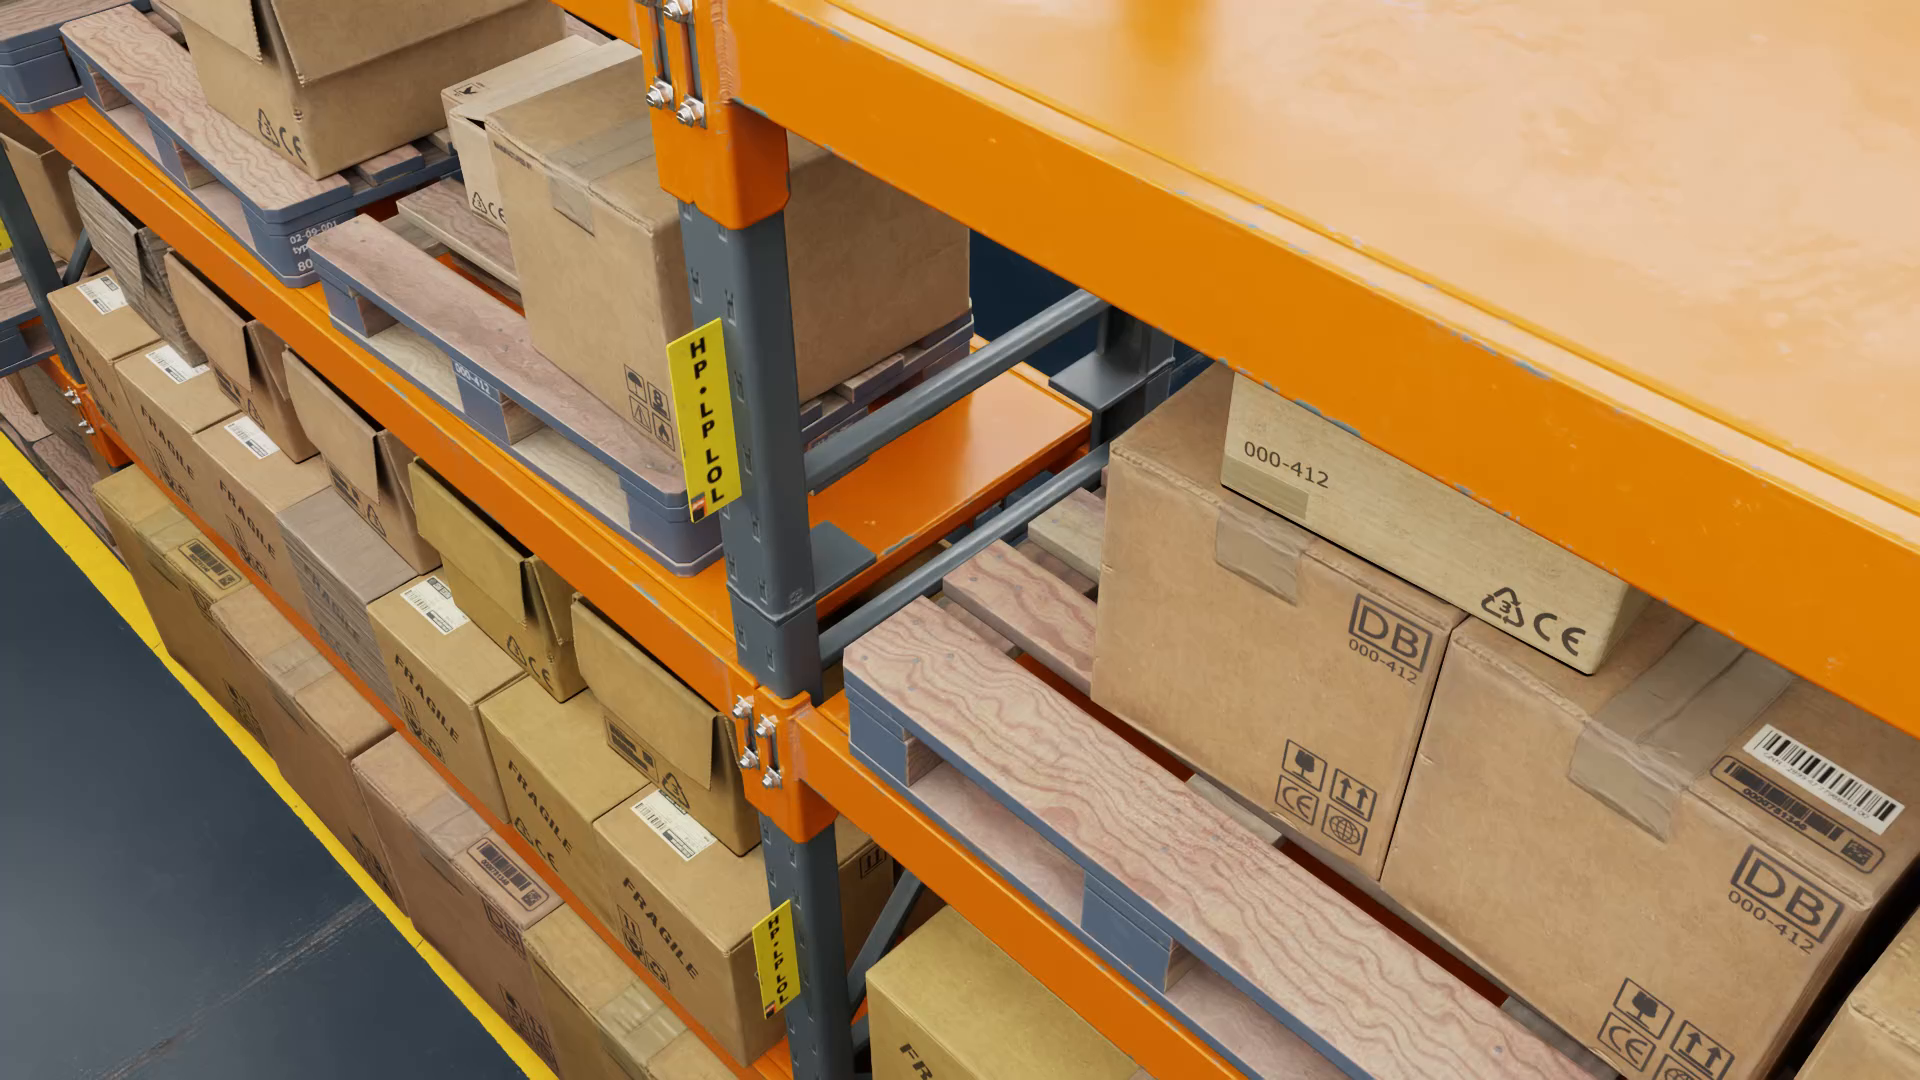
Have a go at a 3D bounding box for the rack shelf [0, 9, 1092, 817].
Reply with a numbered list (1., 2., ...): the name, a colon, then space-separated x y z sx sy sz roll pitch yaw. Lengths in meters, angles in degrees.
1. rack shelf: -1.399 -0.824 4.252 1.077 0.370 4.000 -34 53 -31

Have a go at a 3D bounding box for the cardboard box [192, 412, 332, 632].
1. cardboard box: -1.930 -0.129 5.106 0.500 0.500 0.500 33 52 31

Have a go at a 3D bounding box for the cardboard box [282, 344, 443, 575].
1. cardboard box: -1.370 -0.360 4.617 0.797 0.503 0.637 -32 52 -30

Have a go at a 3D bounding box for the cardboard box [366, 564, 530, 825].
1. cardboard box: -1.228 0.355 4.582 0.500 0.500 0.500 34 52 31

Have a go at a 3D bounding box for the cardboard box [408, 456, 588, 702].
1. cardboard box: -0.920 -0.069 4.302 0.797 0.503 0.637 -33 52 -31

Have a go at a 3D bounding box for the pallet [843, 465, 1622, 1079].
1. pallet: 0.584 0.303 2.567 1.003 0.211 1.213 -34 53 -31

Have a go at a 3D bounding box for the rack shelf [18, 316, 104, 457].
1. rack shelf: -4.224 -1.645 7.350 1.077 0.370 4.000 -34 53 -31

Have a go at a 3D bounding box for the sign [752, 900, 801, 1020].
1. sign: -0.364 0.843 3.333 0.100 0.325 0.005 -34 53 -31

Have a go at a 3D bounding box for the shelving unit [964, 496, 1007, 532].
1. shelving unit: 0.038 -0.360 6.866 0.215 1.050 0.252 -34 53 -31

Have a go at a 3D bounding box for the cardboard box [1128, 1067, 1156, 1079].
1. cardboard box: 0.513 1.238 3.039 0.500 0.500 0.500 -34 53 -31

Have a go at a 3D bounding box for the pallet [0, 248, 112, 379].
1. pallet: -3.390 -1.169 6.446 1.213 0.211 1.003 -34 53 -31

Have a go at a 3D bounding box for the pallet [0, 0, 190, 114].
1. pallet: -2.319 -1.696 4.804 1.213 0.211 1.003 -32 51 -30

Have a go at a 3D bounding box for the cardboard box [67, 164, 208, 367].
1. cardboard box: -2.306 -0.994 5.303 0.797 0.503 0.637 -32 52 -30

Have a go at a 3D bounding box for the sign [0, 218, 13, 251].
1. sign: -3.189 -1.079 5.413 0.100 0.325 0.005 -34 53 -31

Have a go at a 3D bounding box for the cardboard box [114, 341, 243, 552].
1. cardboard box: -2.295 -0.374 5.371 0.500 0.500 0.500 33 52 30

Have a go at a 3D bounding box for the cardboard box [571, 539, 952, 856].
1. cardboard box: -0.443 0.266 3.939 0.637 0.503 0.797 33 52 30

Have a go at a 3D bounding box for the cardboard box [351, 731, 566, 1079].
1. cardboard box: -1.084 0.873 5.351 0.875 0.875 1.225 32 52 30

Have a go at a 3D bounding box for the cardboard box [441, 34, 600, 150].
1. cardboard box: -0.932 -0.977 3.762 0.250 0.149 0.380 32 52 30

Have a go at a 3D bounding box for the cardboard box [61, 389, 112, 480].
1. cardboard box: -3.298 -0.504 7.103 0.500 0.500 0.700 31 51 29

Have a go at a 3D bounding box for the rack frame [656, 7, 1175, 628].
1. rack frame: 0.014 -1.229 1.950 1.000 3.000 0.127 -34 53 -31

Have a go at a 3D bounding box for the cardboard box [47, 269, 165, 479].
1. cardboard box: -2.661 -0.621 5.638 0.500 0.500 0.500 -33 52 -30

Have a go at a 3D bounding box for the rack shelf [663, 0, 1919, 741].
1. rack shelf: 1.426 0.143 1.290 1.077 0.370 4.000 -34 53 -31

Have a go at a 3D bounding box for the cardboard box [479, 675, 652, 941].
1. cardboard box: -0.855 0.602 4.314 0.500 0.500 0.500 -32 52 -30

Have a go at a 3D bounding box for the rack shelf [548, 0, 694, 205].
1. rack shelf: -1.399 -1.779 3.370 1.077 0.370 4.000 -34 53 -31

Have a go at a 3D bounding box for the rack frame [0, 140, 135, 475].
1. rack frame: -2.811 -0.948 6.066 1.000 3.000 0.127 -34 53 -31

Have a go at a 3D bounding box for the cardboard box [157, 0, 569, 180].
1. cardboard box: -1.353 -1.270 3.819 0.637 0.503 0.797 34 52 31

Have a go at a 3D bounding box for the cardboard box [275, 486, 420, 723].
1. cardboard box: -1.579 0.112 4.845 0.500 0.500 0.500 -34 52 -31

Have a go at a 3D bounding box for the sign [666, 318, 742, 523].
1. sign: -0.364 -0.168 2.399 0.100 0.325 0.005 -34 53 -31

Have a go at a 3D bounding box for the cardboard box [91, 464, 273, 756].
1. cardboard box: -2.339 0.020 6.275 0.875 0.875 1.225 32 51 30

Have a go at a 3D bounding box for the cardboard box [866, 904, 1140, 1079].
1. cardboard box: 0.171 0.997 3.299 0.500 0.500 0.500 -34 53 -31

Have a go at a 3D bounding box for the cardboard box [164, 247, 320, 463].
1. cardboard box: -1.848 -0.680 4.962 0.797 0.503 0.637 -33 52 -30

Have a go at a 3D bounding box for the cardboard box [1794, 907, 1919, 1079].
1. cardboard box: 1.254 0.572 1.754 0.700 0.500 0.500 -32 51 -30

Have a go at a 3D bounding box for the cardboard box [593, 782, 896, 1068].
1. cardboard box: -0.510 0.844 4.053 0.500 0.500 0.500 -34 52 -31

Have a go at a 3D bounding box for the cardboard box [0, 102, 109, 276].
1. cardboard box: -3.221 -1.379 6.149 0.500 0.500 0.500 28 50 27

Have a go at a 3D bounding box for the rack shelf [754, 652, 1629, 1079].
1. rack shelf: 1.426 1.098 2.172 1.077 0.370 4.000 -34 53 -31

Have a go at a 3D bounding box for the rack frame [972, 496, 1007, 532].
1. rack frame: 0.124 -0.301 6.802 0.200 1.050 0.008 -34 53 -31

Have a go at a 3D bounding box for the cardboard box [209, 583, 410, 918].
1. cardboard box: -1.714 0.452 5.807 1.225 0.875 0.875 -34 52 -31

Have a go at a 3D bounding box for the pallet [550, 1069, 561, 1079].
1. pallet: -0.585 1.664 5.294 1.003 0.211 1.213 -34 53 -31

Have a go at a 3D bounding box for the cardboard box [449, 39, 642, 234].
1. cardboard box: -0.697 -0.819 3.473 0.500 0.311 0.500 32 52 30

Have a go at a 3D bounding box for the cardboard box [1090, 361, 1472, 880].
1. cardboard box: 0.609 -0.008 2.381 0.500 0.500 0.700 31 51 29

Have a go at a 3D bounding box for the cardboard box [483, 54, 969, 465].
1. cardboard box: -0.403 -0.592 3.088 0.700 0.500 0.500 -33 52 -30

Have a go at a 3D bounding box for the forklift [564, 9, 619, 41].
1. forklift: -1.797 -2.766 8.084 1.130 2.935 3.031 -26 49 -25

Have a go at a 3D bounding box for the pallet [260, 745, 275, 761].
1. pallet: -2.308 0.491 6.563 1.003 0.211 1.213 -34 53 -31

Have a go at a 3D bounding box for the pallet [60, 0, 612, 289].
1. pallet: -1.527 -1.160 4.224 1.003 0.211 1.213 -32 51 -30

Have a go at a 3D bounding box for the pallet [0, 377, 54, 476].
1. pallet: -4.219 -0.886 8.053 1.003 0.211 1.213 -34 53 -31

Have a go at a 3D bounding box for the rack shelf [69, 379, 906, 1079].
1. rack shelf: -1.399 0.277 5.270 1.077 0.370 4.000 -34 53 -31

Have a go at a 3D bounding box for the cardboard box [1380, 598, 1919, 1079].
1. cardboard box: 0.986 0.253 2.099 0.700 0.500 0.500 -31 51 -29

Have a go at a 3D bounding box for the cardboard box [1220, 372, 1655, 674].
1. cardboard box: 0.673 -0.176 2.010 0.500 0.250 0.500 31 51 29

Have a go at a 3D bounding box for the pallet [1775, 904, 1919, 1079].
1. pallet: 1.441 0.889 1.933 1.003 0.211 1.213 -34 53 -31

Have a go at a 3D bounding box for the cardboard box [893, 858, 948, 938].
1. cardboard box: -0.134 0.597 4.321 0.500 0.500 0.500 -34 52 -31

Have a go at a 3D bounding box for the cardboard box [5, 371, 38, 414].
1. cardboard box: -4.104 -1.033 7.676 0.700 0.500 0.500 -30 50 -28

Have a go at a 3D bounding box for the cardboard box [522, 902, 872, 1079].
1. cardboard box: -0.452 1.302 4.887 1.225 0.875 0.875 -34 52 -31

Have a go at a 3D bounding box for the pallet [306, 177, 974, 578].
1. pallet: -0.669 -0.474 3.484 1.217 0.209 0.805 32 52 30

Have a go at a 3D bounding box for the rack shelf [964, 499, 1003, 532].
1. rack shelf: 0.038 -0.148 7.062 0.215 0.259 0.240 -34 53 -31

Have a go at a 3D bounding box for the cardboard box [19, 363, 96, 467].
1. cardboard box: -3.699 -0.764 7.385 0.500 0.500 0.700 30 50 28

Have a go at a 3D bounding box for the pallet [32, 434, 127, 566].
1. pallet: -3.362 -0.300 7.419 1.003 0.211 1.213 -34 53 -31

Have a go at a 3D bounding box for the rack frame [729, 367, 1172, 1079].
1. rack frame: 0.014 0.974 3.986 1.000 3.000 0.127 -34 53 -31
